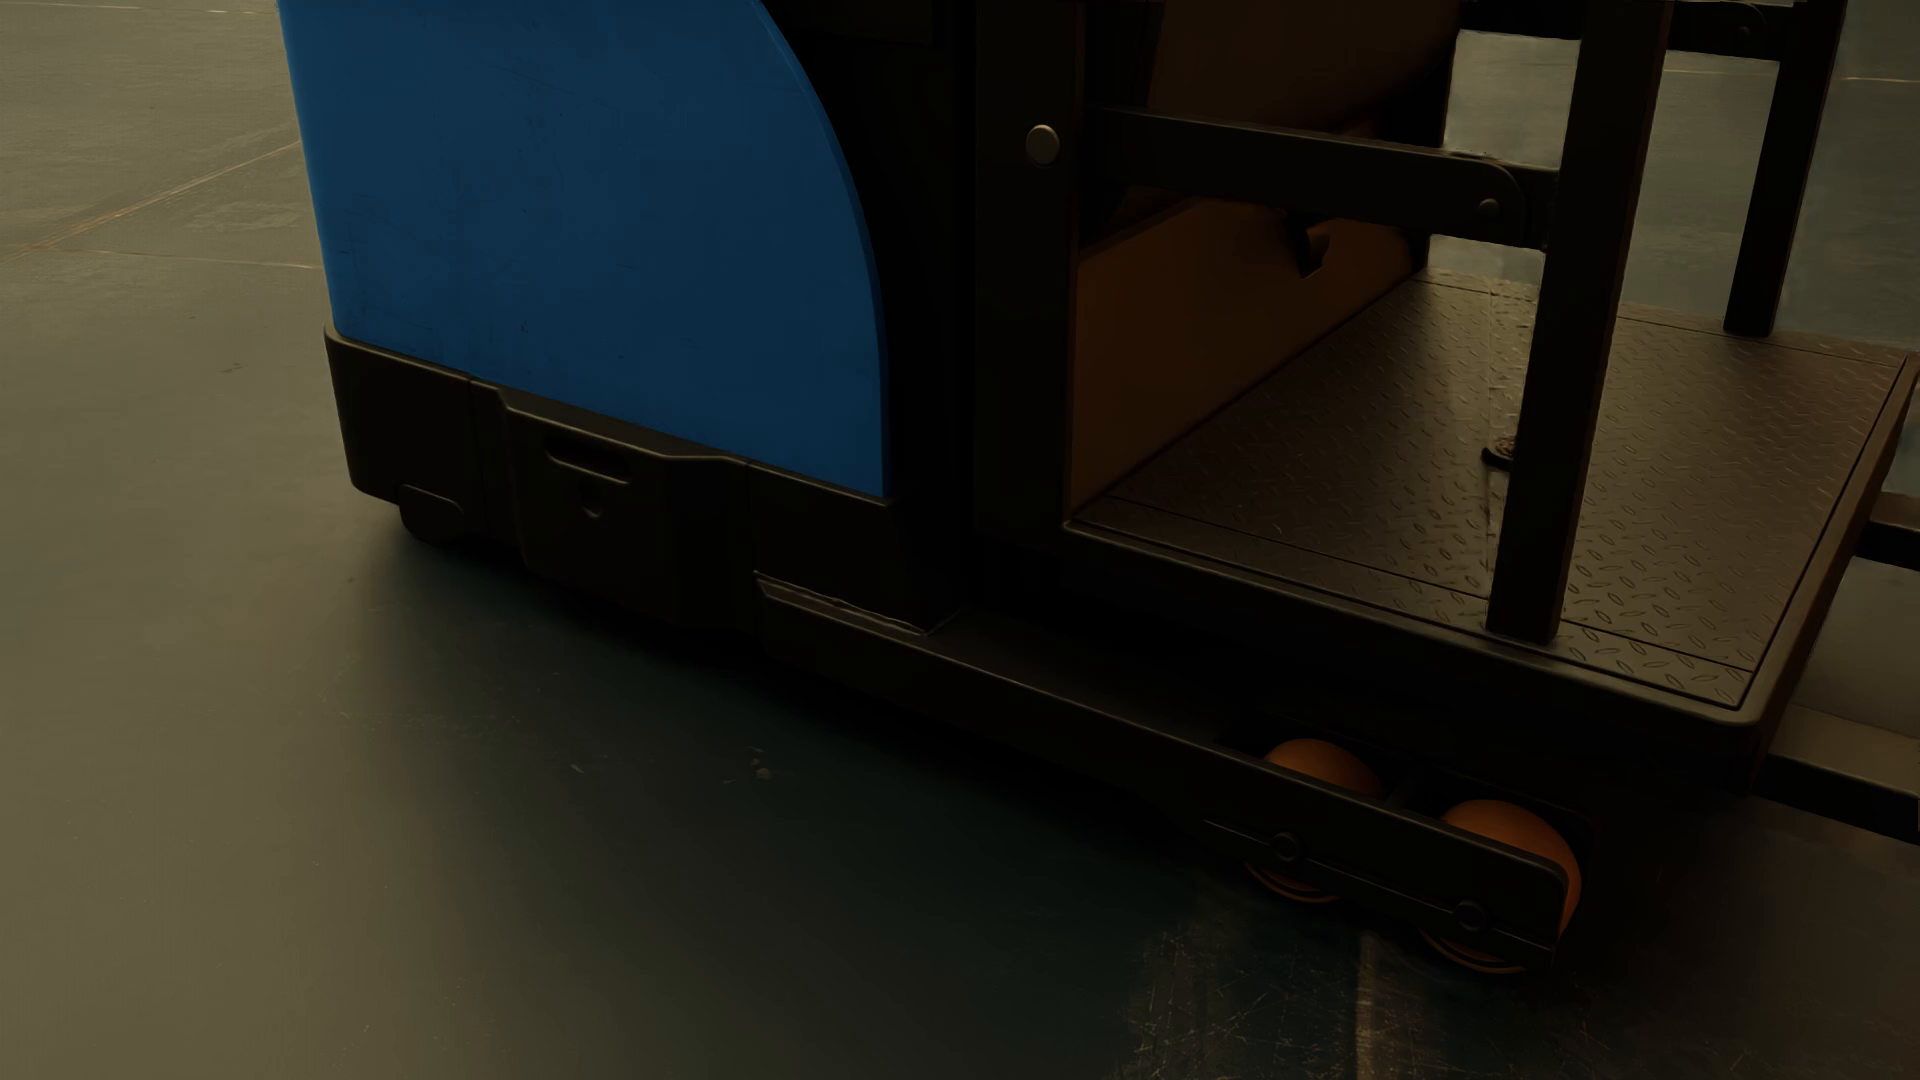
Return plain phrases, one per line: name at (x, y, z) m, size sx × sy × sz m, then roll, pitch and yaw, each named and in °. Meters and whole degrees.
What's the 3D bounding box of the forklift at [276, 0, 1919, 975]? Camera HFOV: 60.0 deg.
forklift at (0.574, -1.153, 1.532) m, size 3.031 × 2.935 × 1.130 m, roll 17°, pitch 31°, yaw 30°
